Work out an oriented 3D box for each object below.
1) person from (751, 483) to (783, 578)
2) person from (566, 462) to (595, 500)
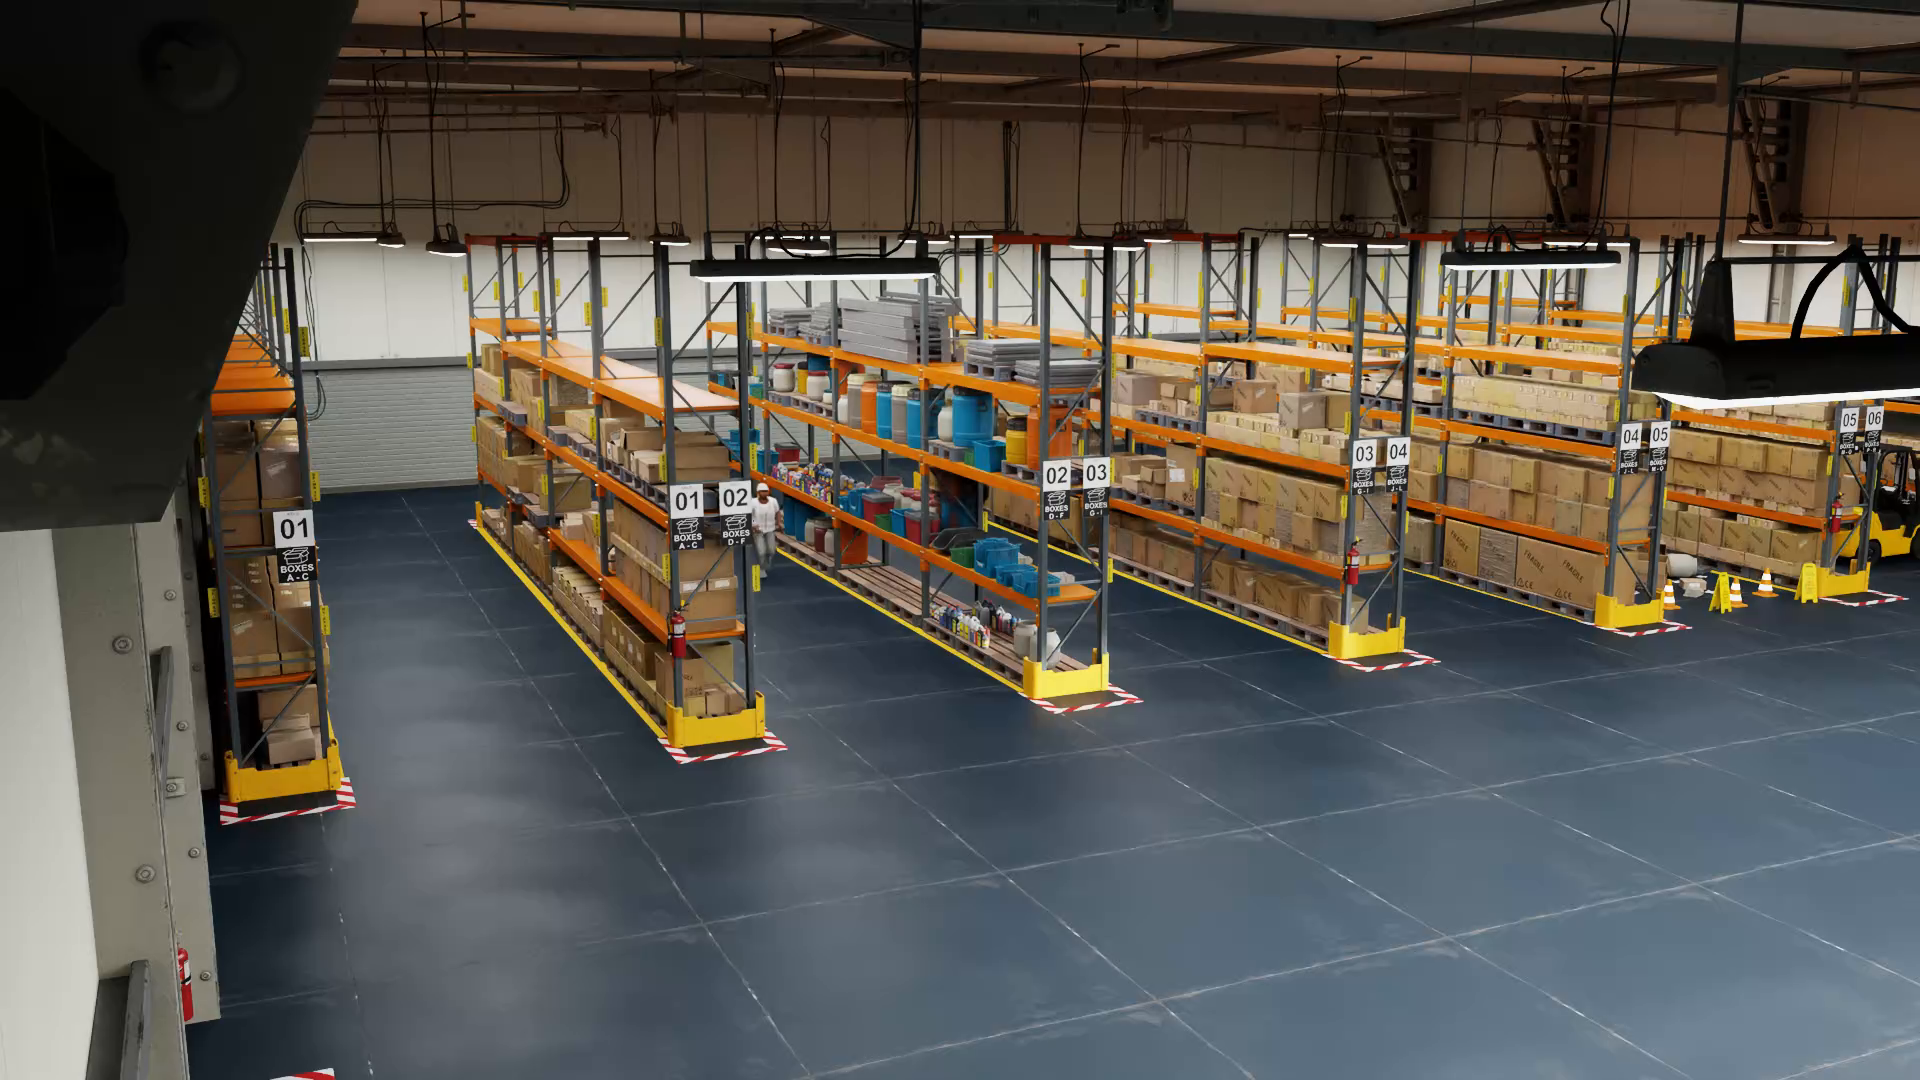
[{"bbox_3d":[-3.475,-0.169,29.518,0.688,1.706,0.625,-4,12,-21],"label":"person"},{"bbox_3d":[-8.207,-1.349,35.790,0.757,1.696,0.804,5,12,26],"label":"person"}]
